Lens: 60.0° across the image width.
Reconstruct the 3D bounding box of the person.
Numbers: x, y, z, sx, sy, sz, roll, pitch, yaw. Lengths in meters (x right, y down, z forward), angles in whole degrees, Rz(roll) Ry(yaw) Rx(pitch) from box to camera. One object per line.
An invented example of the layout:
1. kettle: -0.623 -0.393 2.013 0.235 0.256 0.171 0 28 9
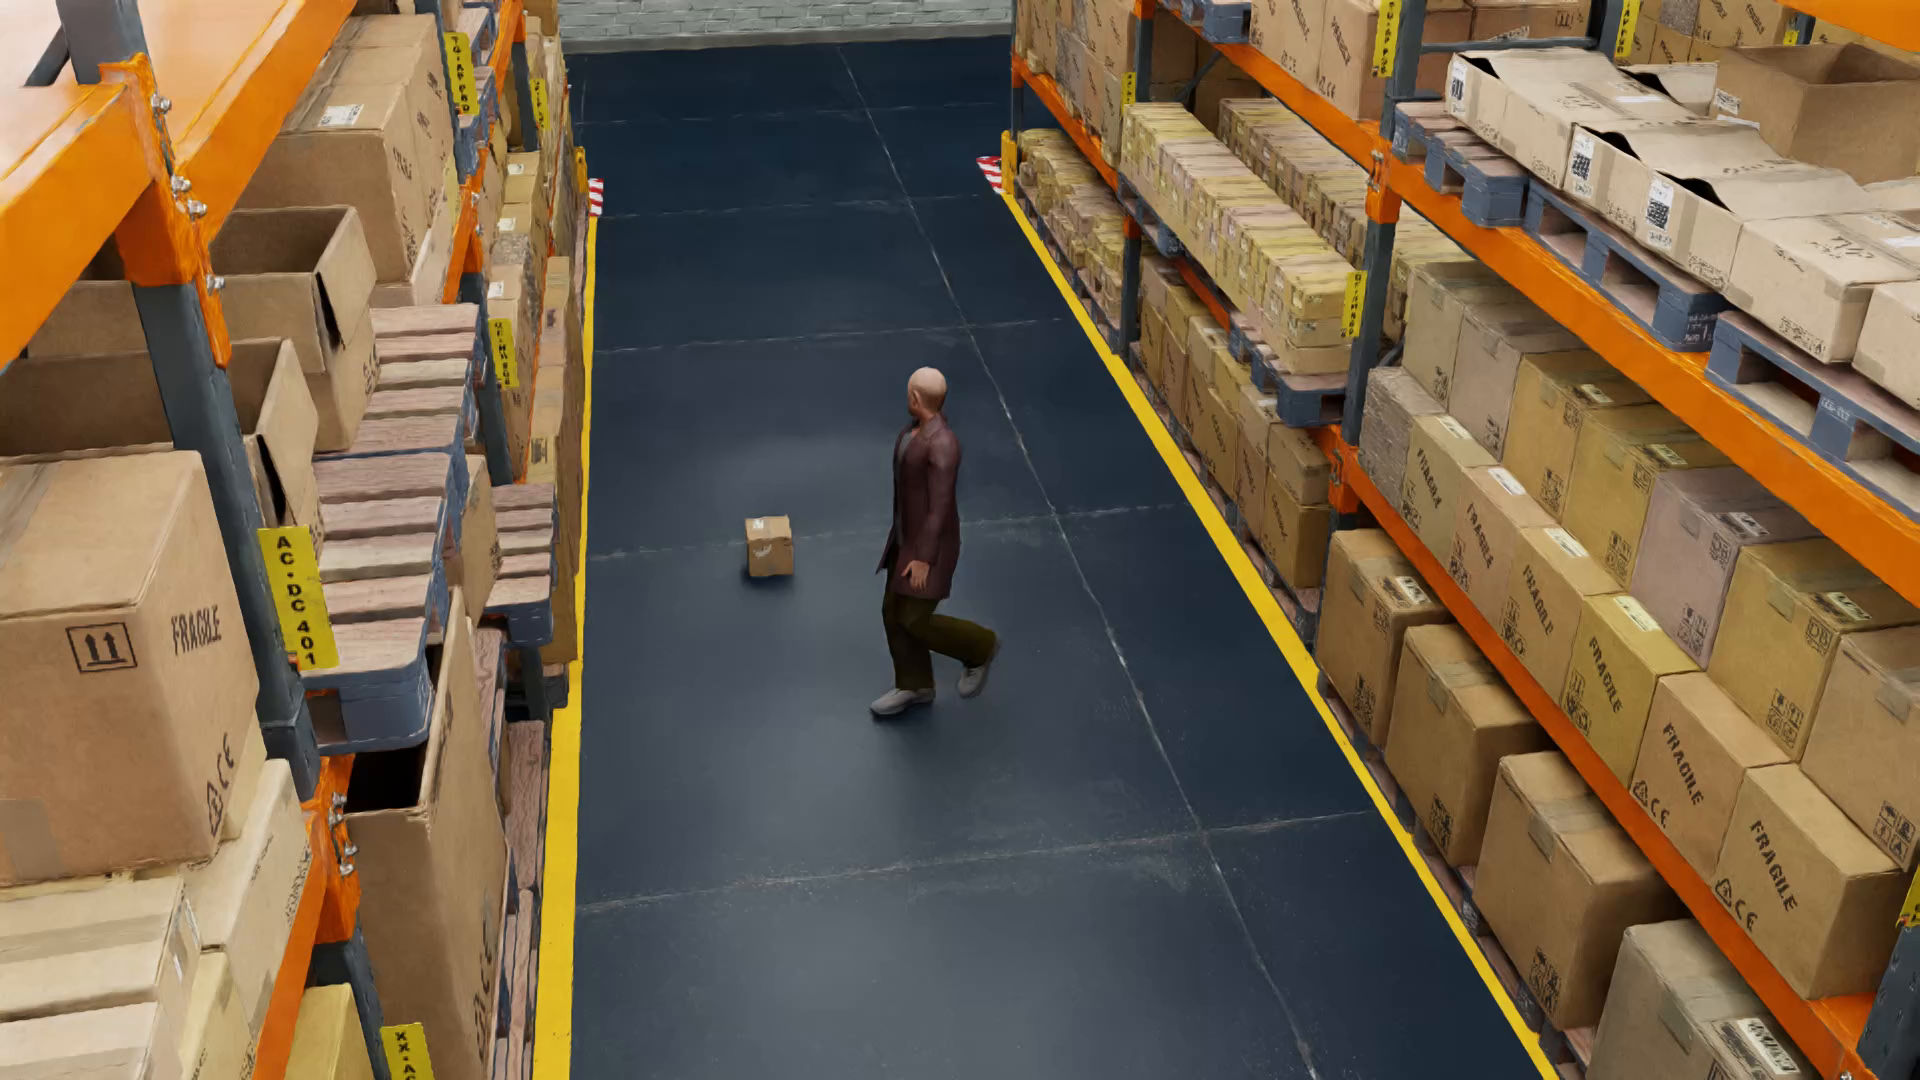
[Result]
1. person: -0.179 -0.001 8.202 0.713 1.734 0.632 -11 32 -18
